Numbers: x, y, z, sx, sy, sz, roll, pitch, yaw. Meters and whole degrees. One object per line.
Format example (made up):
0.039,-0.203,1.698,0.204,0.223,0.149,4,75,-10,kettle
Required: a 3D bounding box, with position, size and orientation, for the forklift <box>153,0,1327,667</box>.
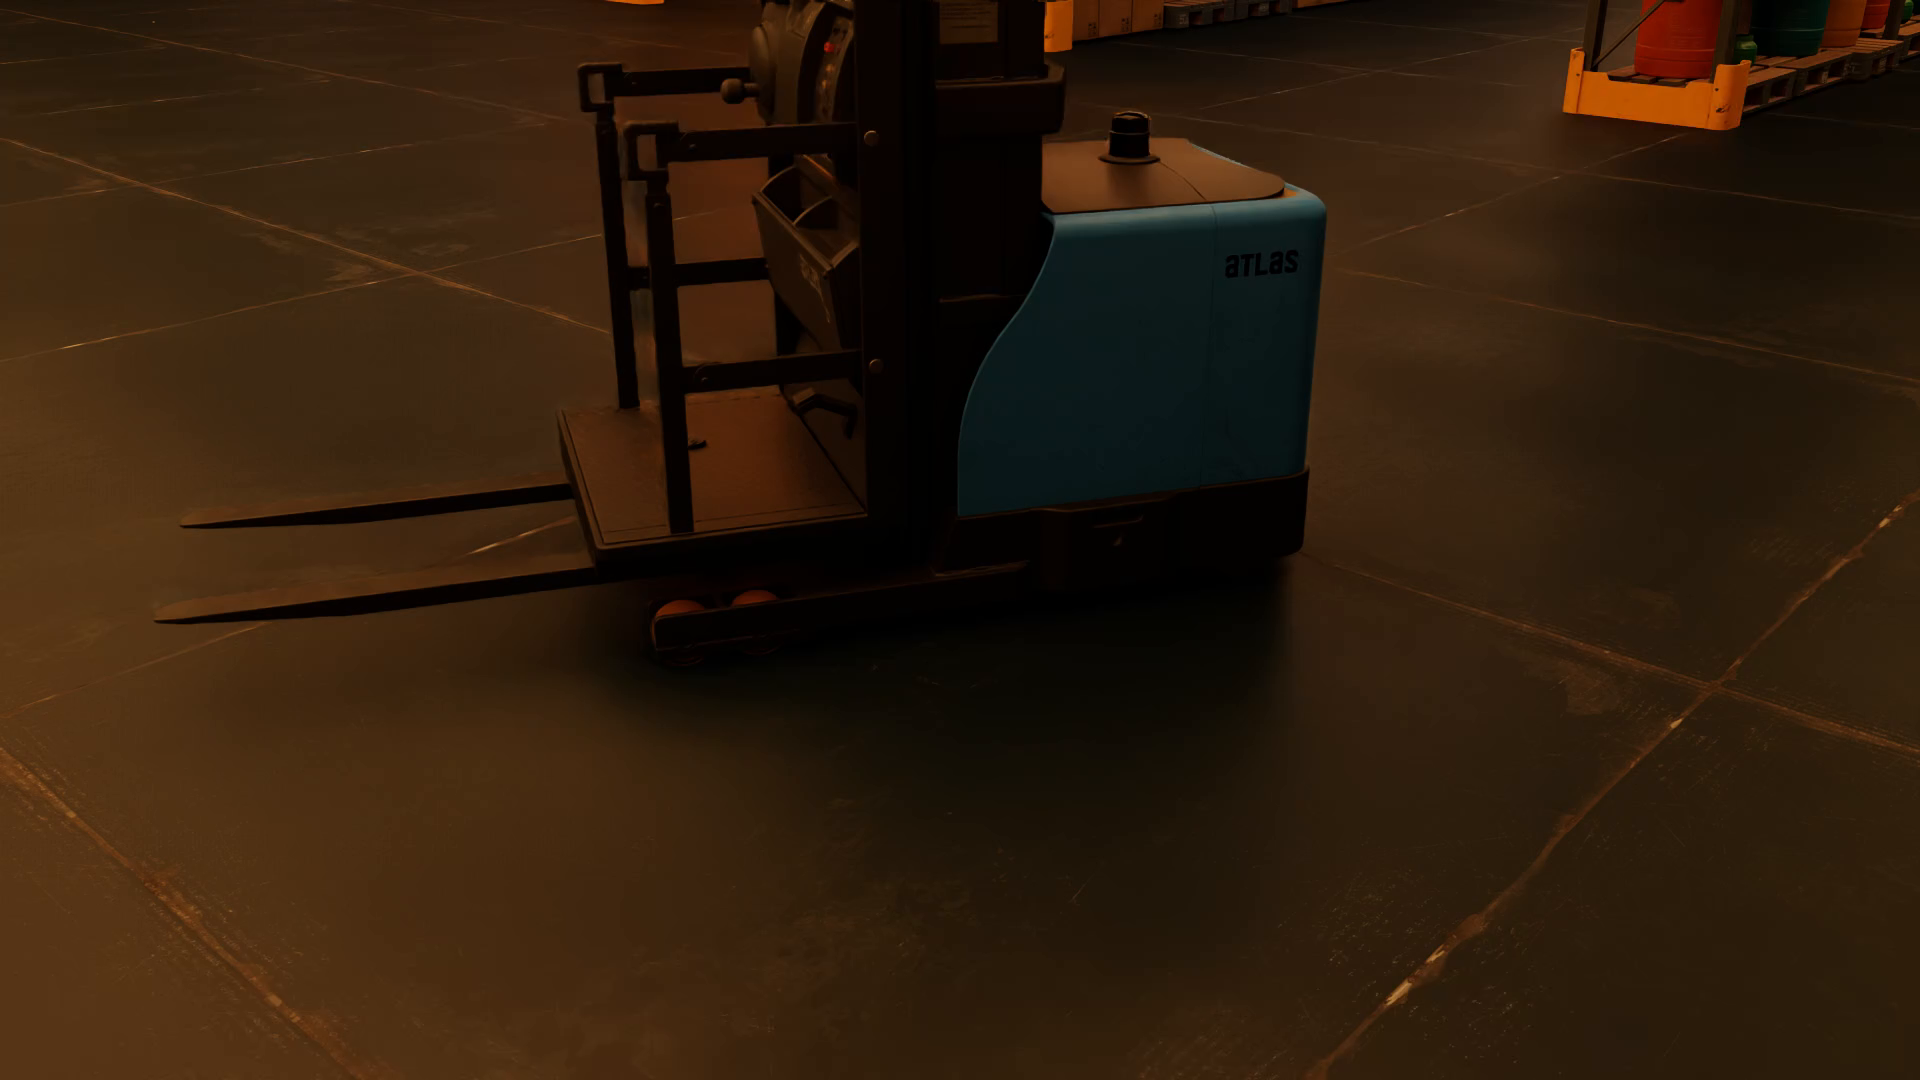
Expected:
-0.592,-1.257,4.195,3.031,2.935,1.130,-7,25,-16,forklift
